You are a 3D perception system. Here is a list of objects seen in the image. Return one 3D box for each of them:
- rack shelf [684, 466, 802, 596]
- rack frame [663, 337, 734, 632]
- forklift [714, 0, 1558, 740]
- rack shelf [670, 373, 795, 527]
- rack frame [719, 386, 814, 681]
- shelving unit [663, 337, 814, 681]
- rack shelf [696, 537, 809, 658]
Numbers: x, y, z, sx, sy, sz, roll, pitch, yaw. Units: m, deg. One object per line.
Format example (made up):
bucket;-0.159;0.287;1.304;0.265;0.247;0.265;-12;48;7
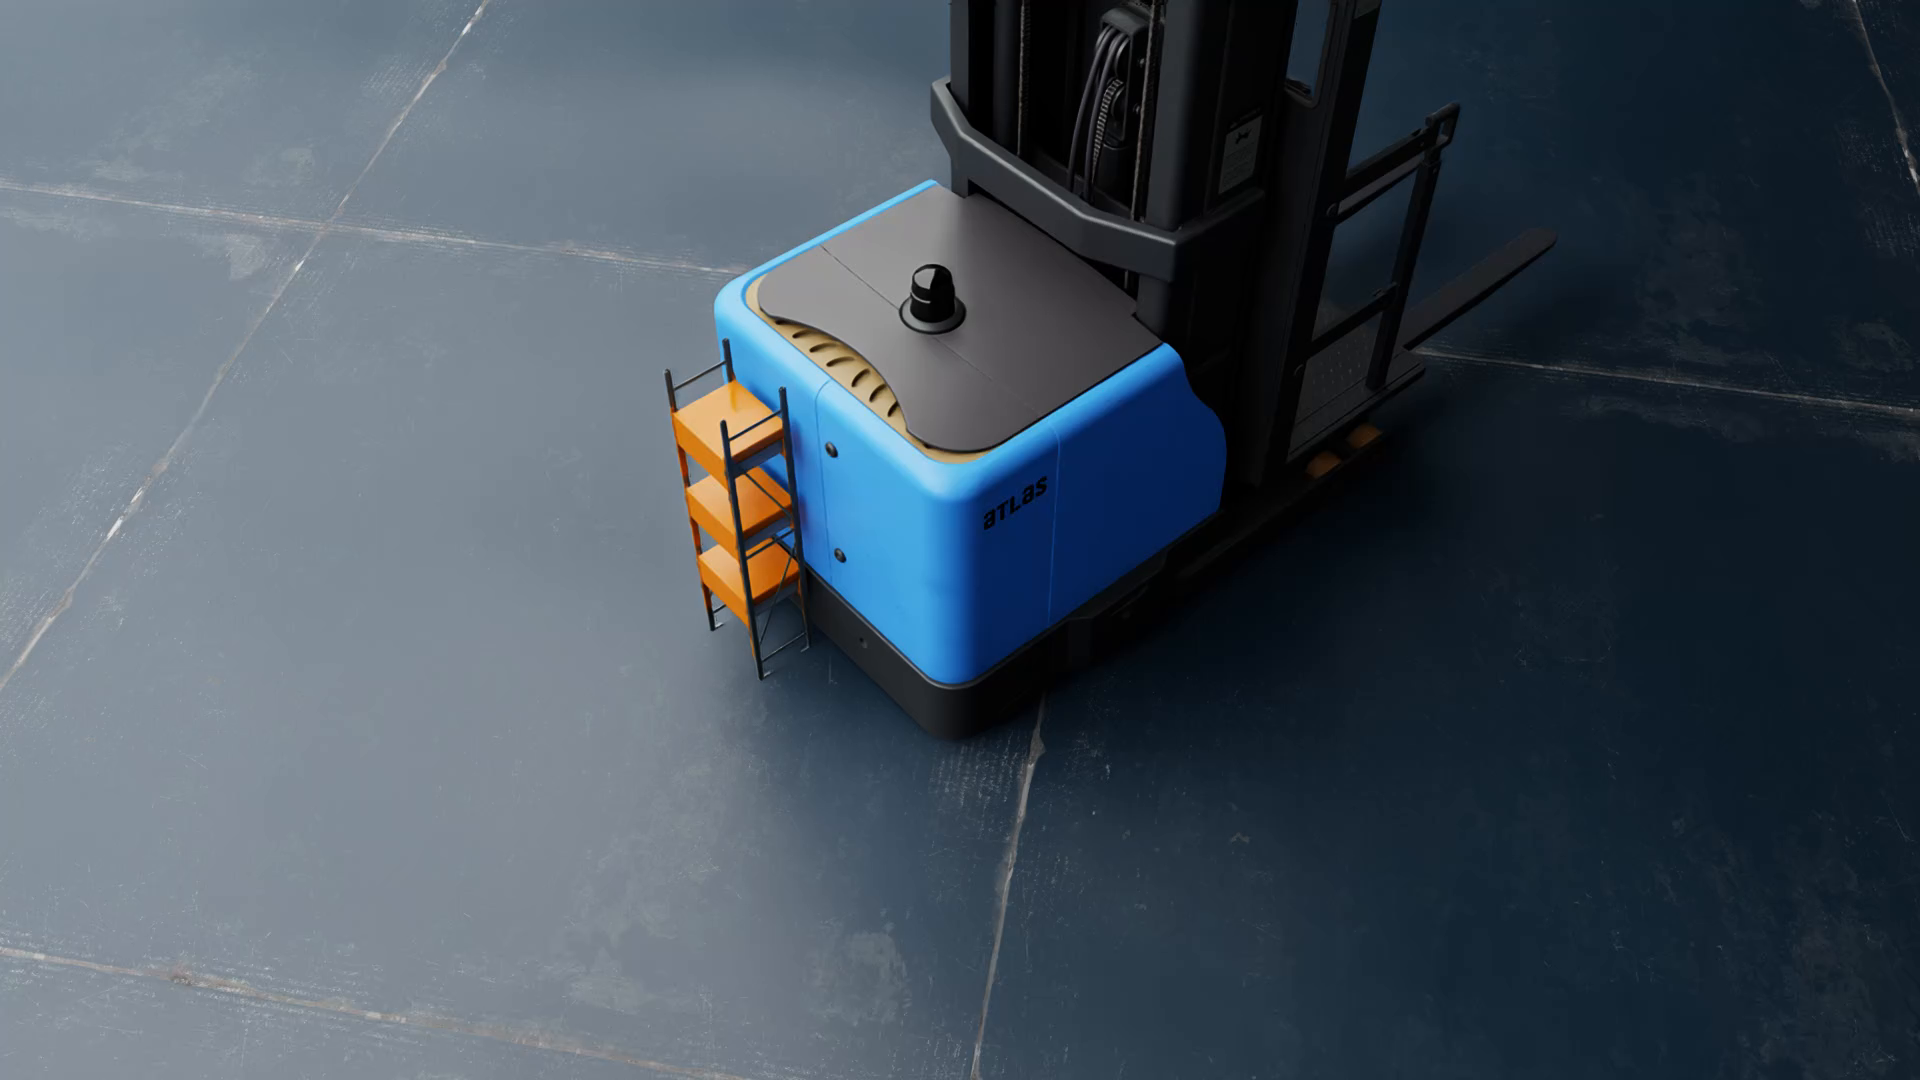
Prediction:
rack shelf;-0.596;-0.049;4.602;0.215;0.259;0.240;-33;56;-26
rack frame;-0.676;-0.124;4.656;0.200;1.050;0.008;-33;56;-26
forklift;0.773;-1.370;4.511;3.031;2.935;1.130;-33;56;-26
rack shelf;-0.596;-0.238;4.391;0.215;0.259;0.240;-33;56;-26
rack frame;-0.516;0.013;4.533;0.200;1.050;0.008;-33;56;-26
shelving unit;-0.596;-0.056;4.594;0.215;1.050;0.252;-33;56;-26
rack shelf;-0.596;0.137;4.809;0.215;0.259;0.240;-33;56;-26
